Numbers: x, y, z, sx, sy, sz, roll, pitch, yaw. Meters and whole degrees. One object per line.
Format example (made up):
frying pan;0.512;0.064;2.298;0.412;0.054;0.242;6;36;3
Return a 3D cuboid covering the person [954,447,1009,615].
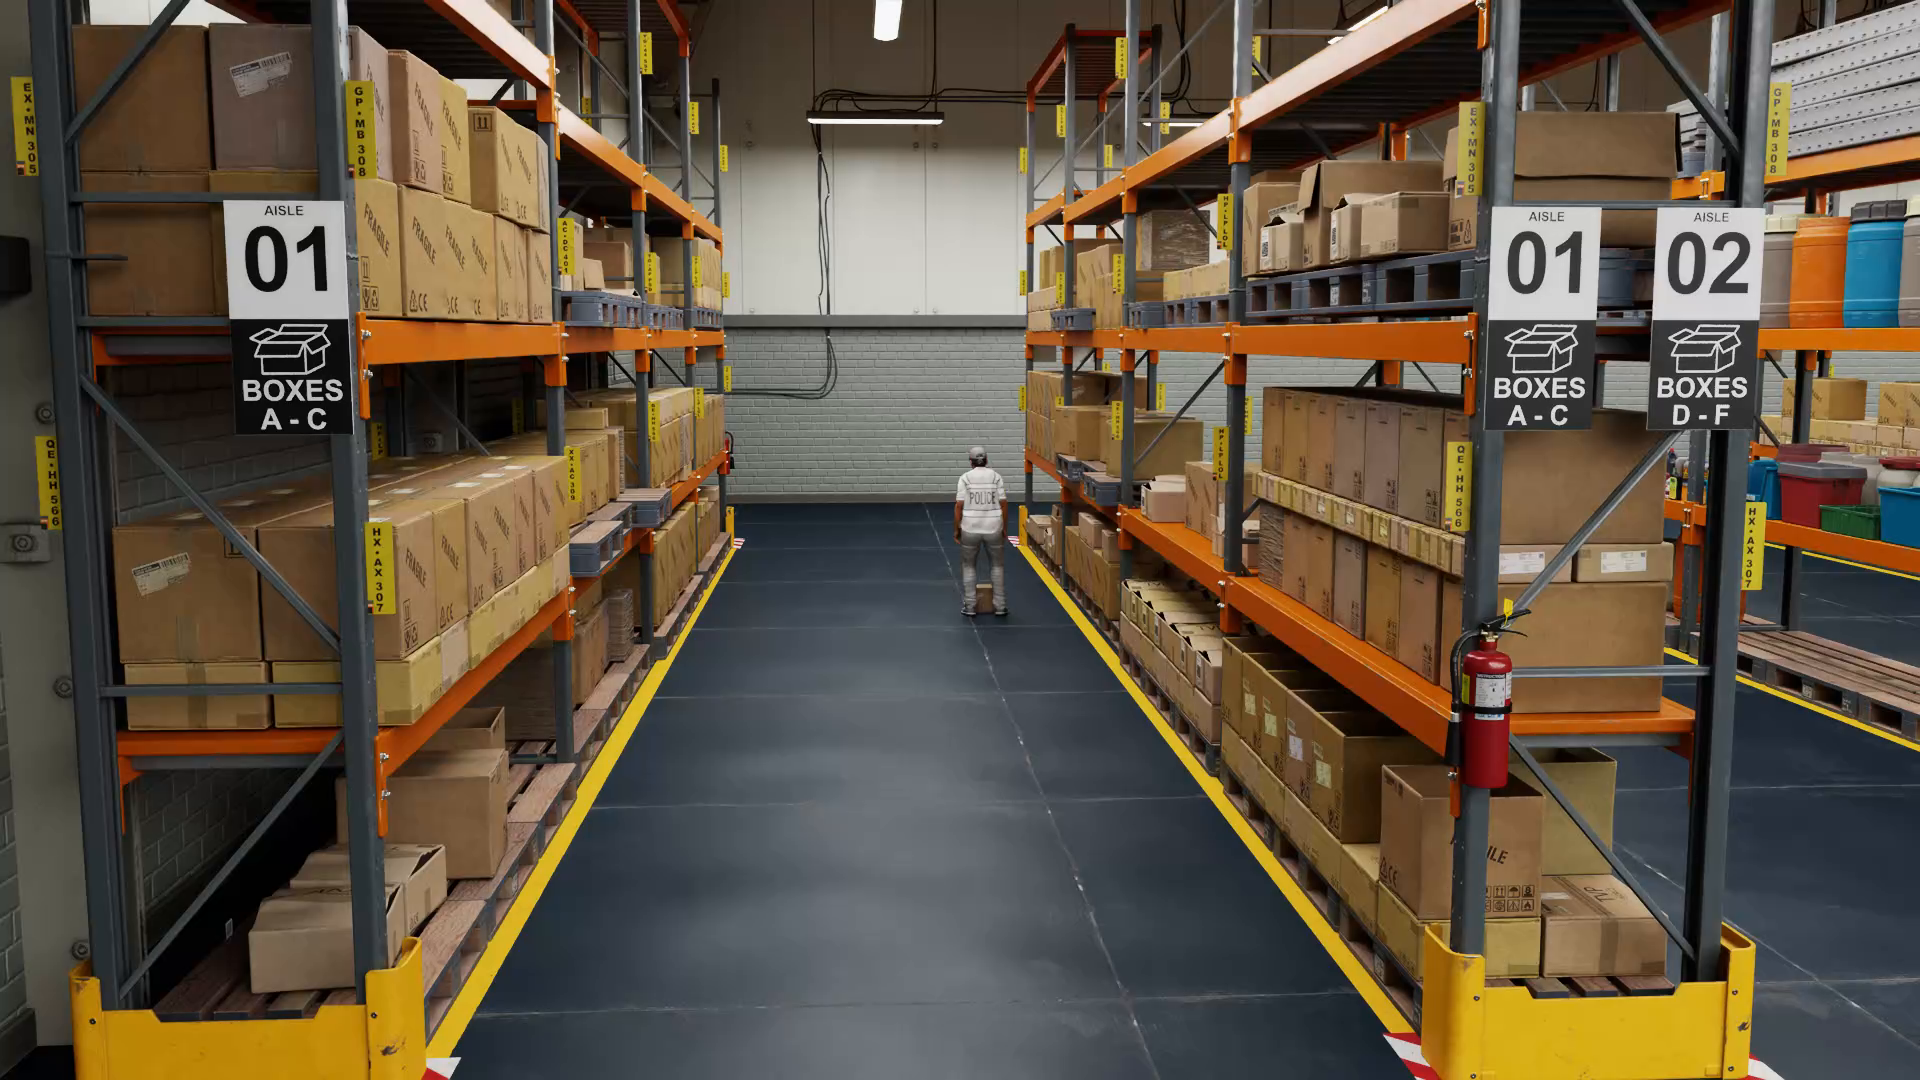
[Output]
person;0.221;-0.088;16.443;0.563;1.667;0.463;-1;7;-5
